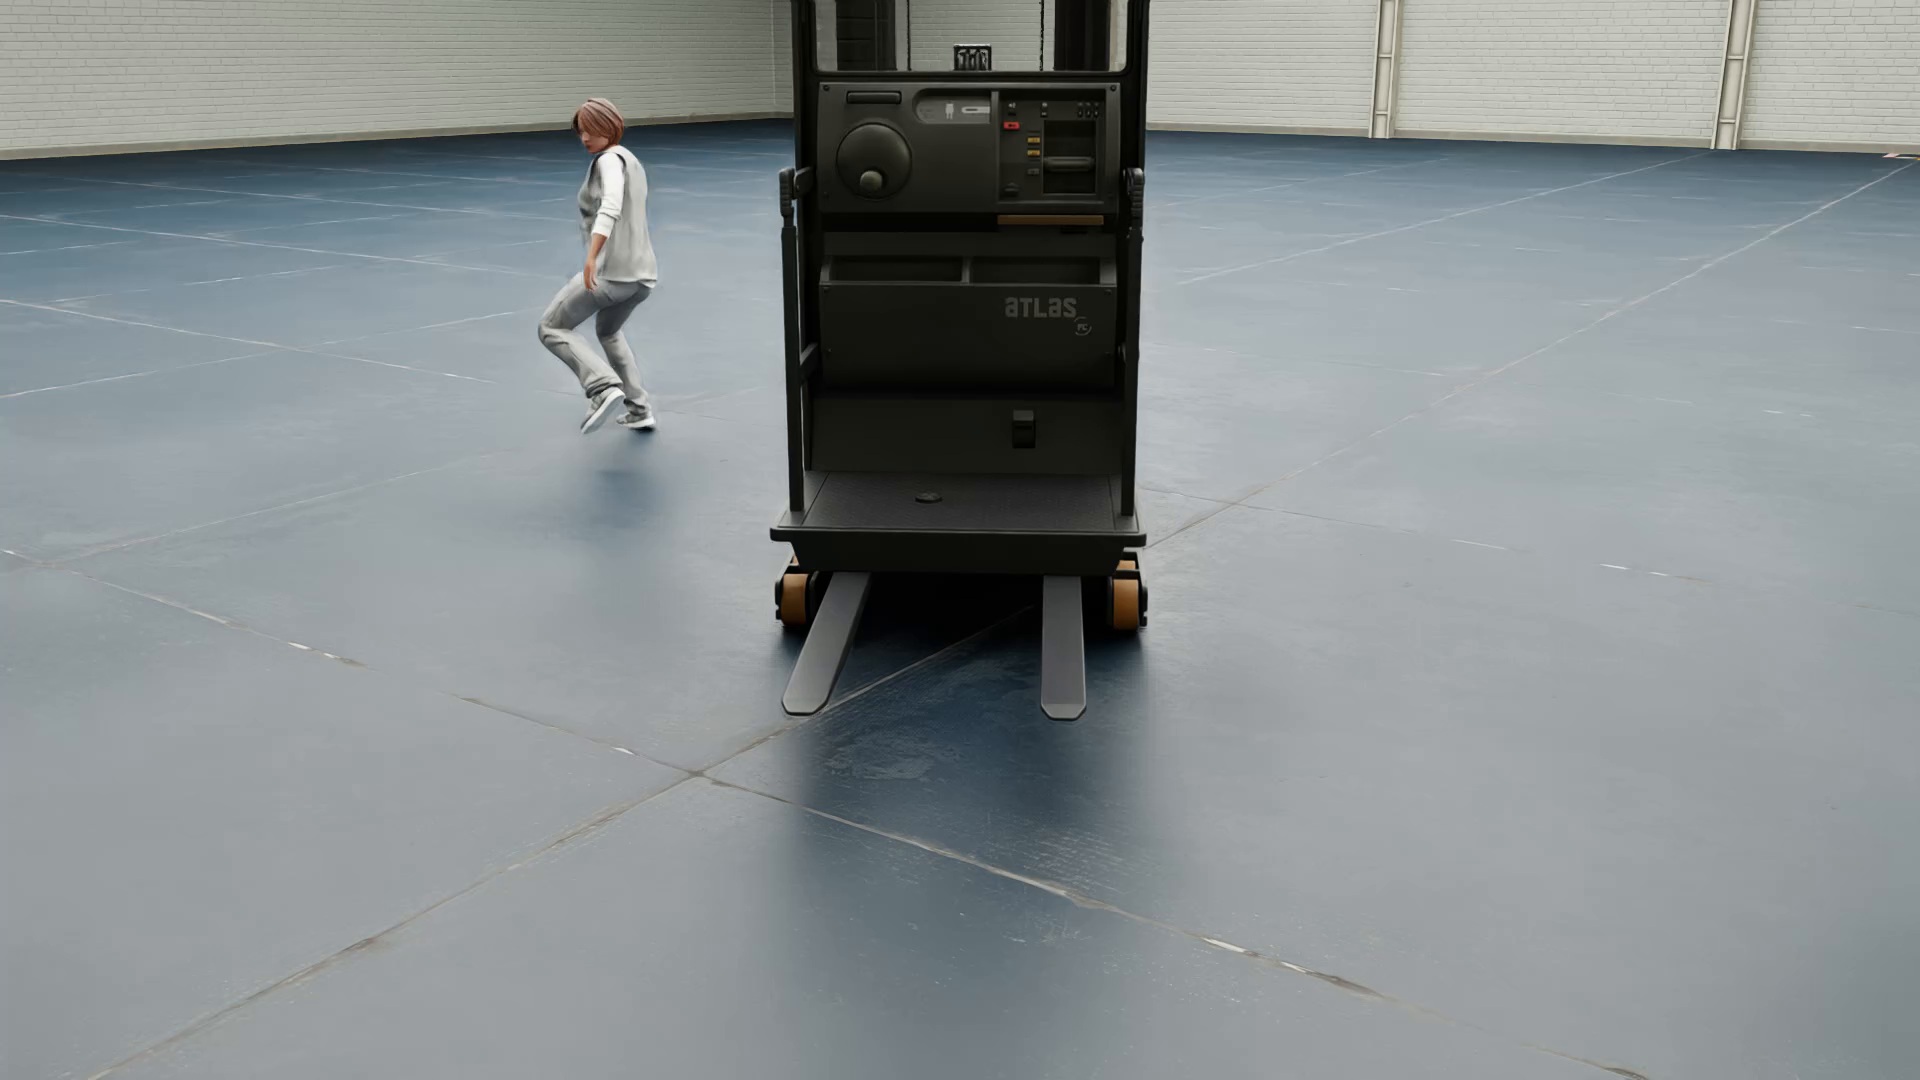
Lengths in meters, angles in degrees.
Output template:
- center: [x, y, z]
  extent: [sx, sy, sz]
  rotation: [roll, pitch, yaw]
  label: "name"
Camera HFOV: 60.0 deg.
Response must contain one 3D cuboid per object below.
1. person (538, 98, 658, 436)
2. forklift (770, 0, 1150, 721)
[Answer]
- center: [-1.571, -1.178, 7.347]
  extent: [0.474, 1.493, 0.742]
  rotation: [6, 18, 20]
  label: "person"
- center: [0.017, -1.220, 4.912]
  extent: [1.130, 2.935, 3.031]
  rotation: [1, 17, 3]
  label: "forklift"
